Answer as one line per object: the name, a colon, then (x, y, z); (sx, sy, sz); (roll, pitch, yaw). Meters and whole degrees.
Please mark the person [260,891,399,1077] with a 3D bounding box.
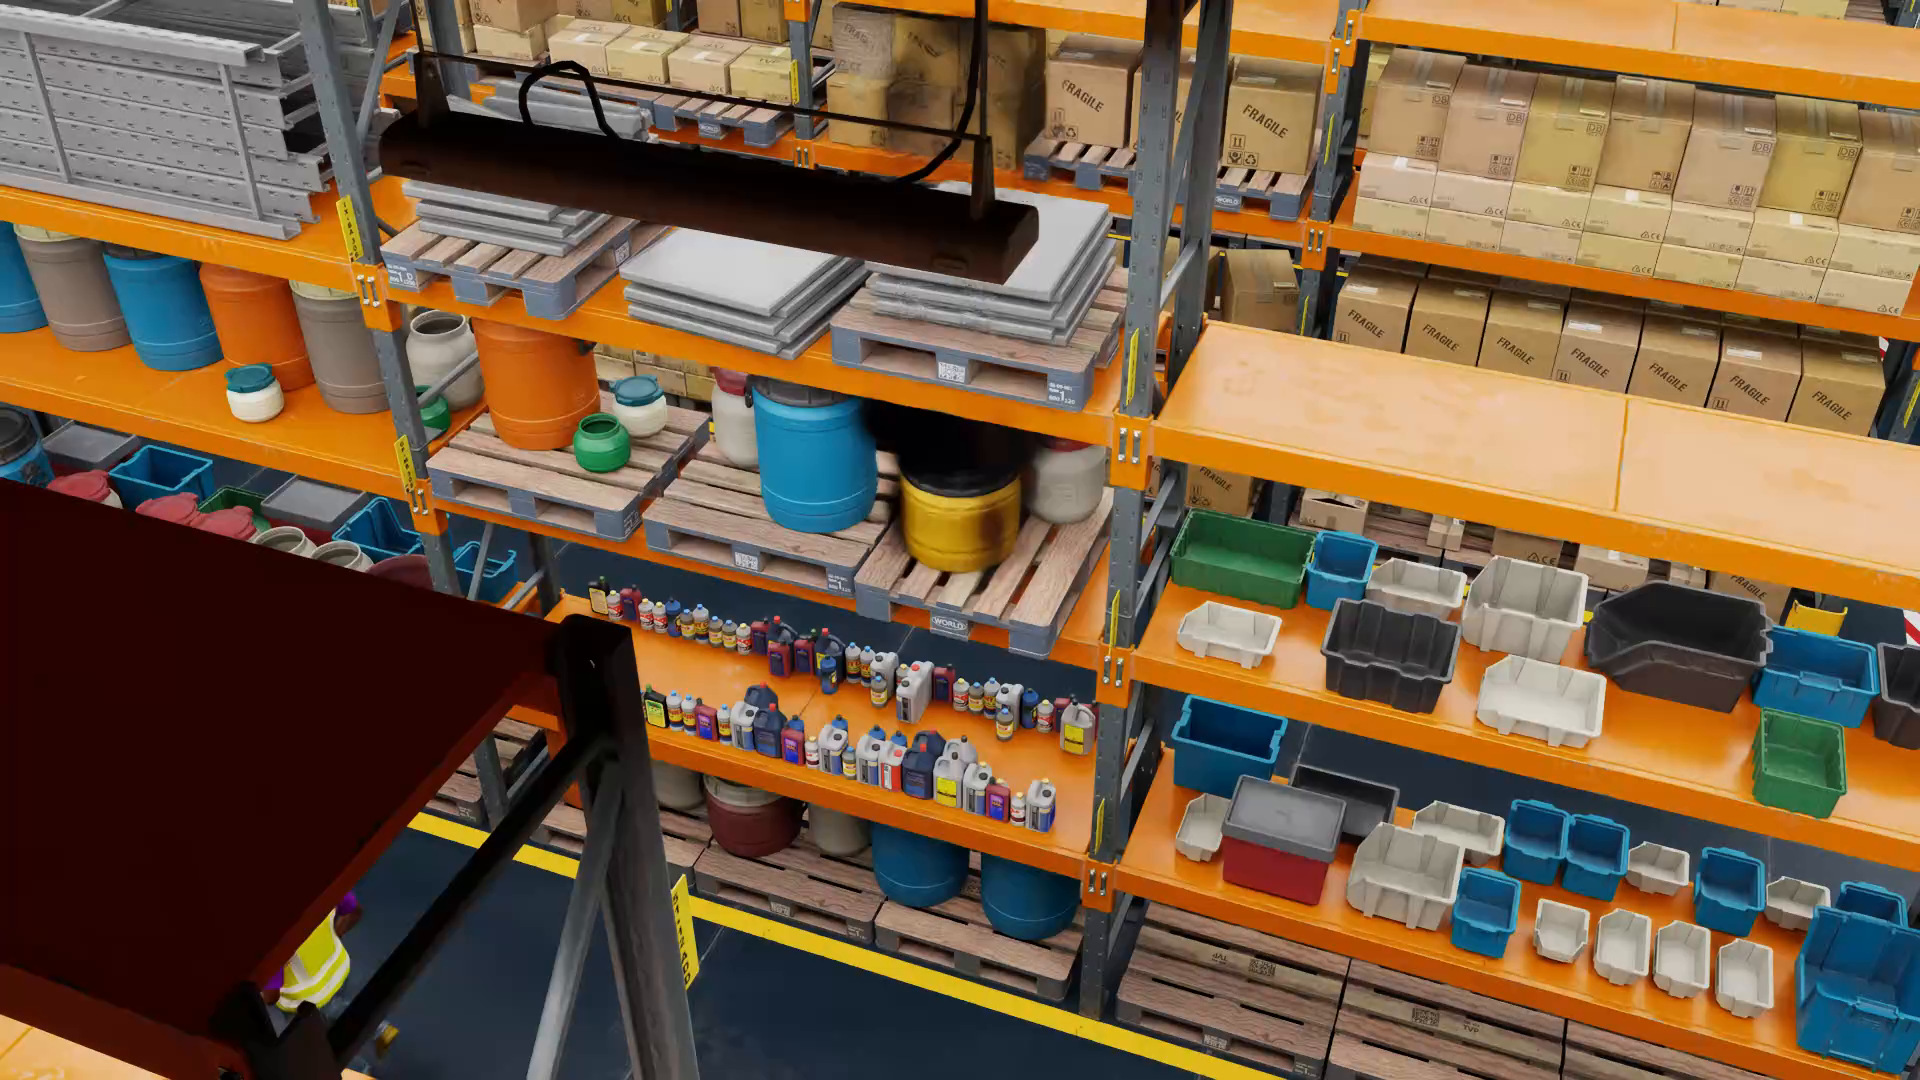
person: (-3.449, 2.332, 8.797); (0.617, 1.731, 0.686); (10, 38, 13)
